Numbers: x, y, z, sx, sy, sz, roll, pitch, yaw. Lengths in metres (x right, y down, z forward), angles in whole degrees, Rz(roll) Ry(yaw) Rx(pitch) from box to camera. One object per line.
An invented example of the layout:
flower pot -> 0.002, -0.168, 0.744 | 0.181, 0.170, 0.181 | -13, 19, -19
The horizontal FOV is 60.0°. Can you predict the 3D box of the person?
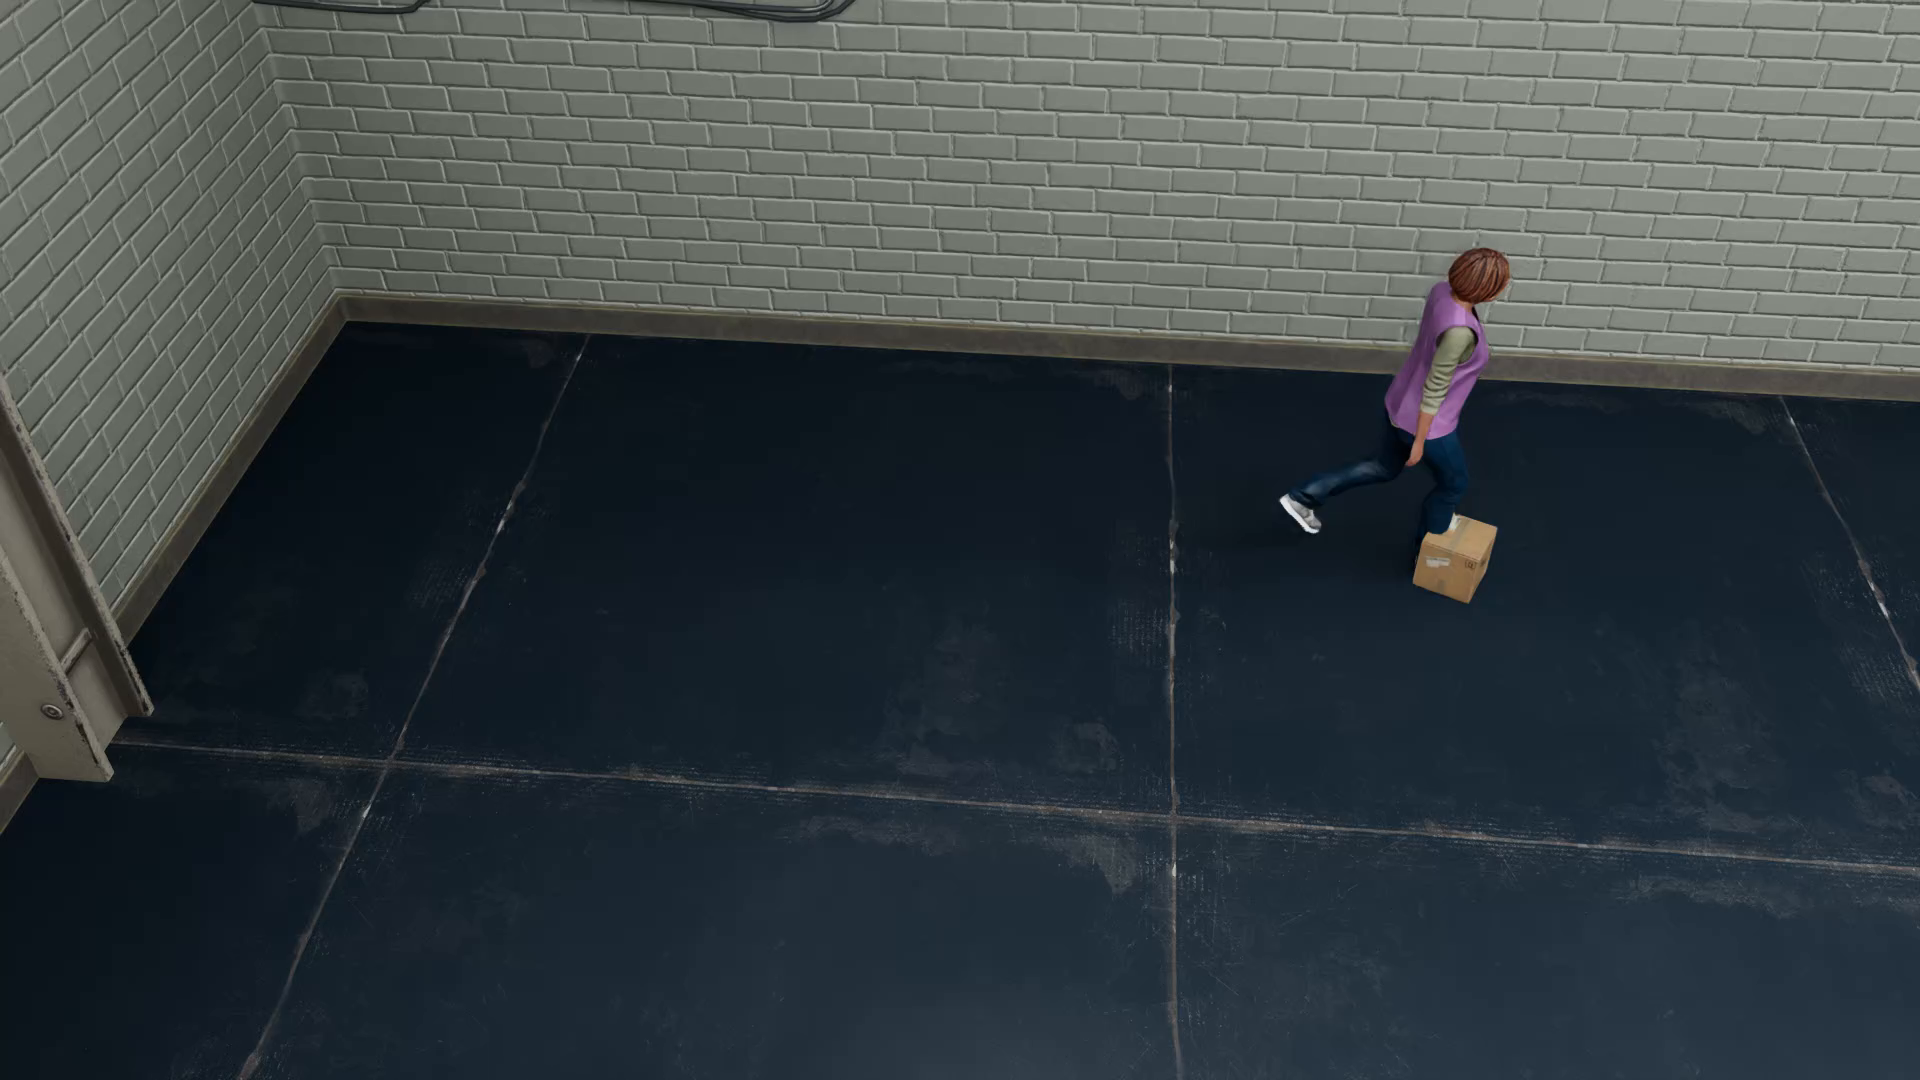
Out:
person -> 1.812, -0.529, 6.782 | 0.872, 1.542, 0.423 | 1, 41, 1
